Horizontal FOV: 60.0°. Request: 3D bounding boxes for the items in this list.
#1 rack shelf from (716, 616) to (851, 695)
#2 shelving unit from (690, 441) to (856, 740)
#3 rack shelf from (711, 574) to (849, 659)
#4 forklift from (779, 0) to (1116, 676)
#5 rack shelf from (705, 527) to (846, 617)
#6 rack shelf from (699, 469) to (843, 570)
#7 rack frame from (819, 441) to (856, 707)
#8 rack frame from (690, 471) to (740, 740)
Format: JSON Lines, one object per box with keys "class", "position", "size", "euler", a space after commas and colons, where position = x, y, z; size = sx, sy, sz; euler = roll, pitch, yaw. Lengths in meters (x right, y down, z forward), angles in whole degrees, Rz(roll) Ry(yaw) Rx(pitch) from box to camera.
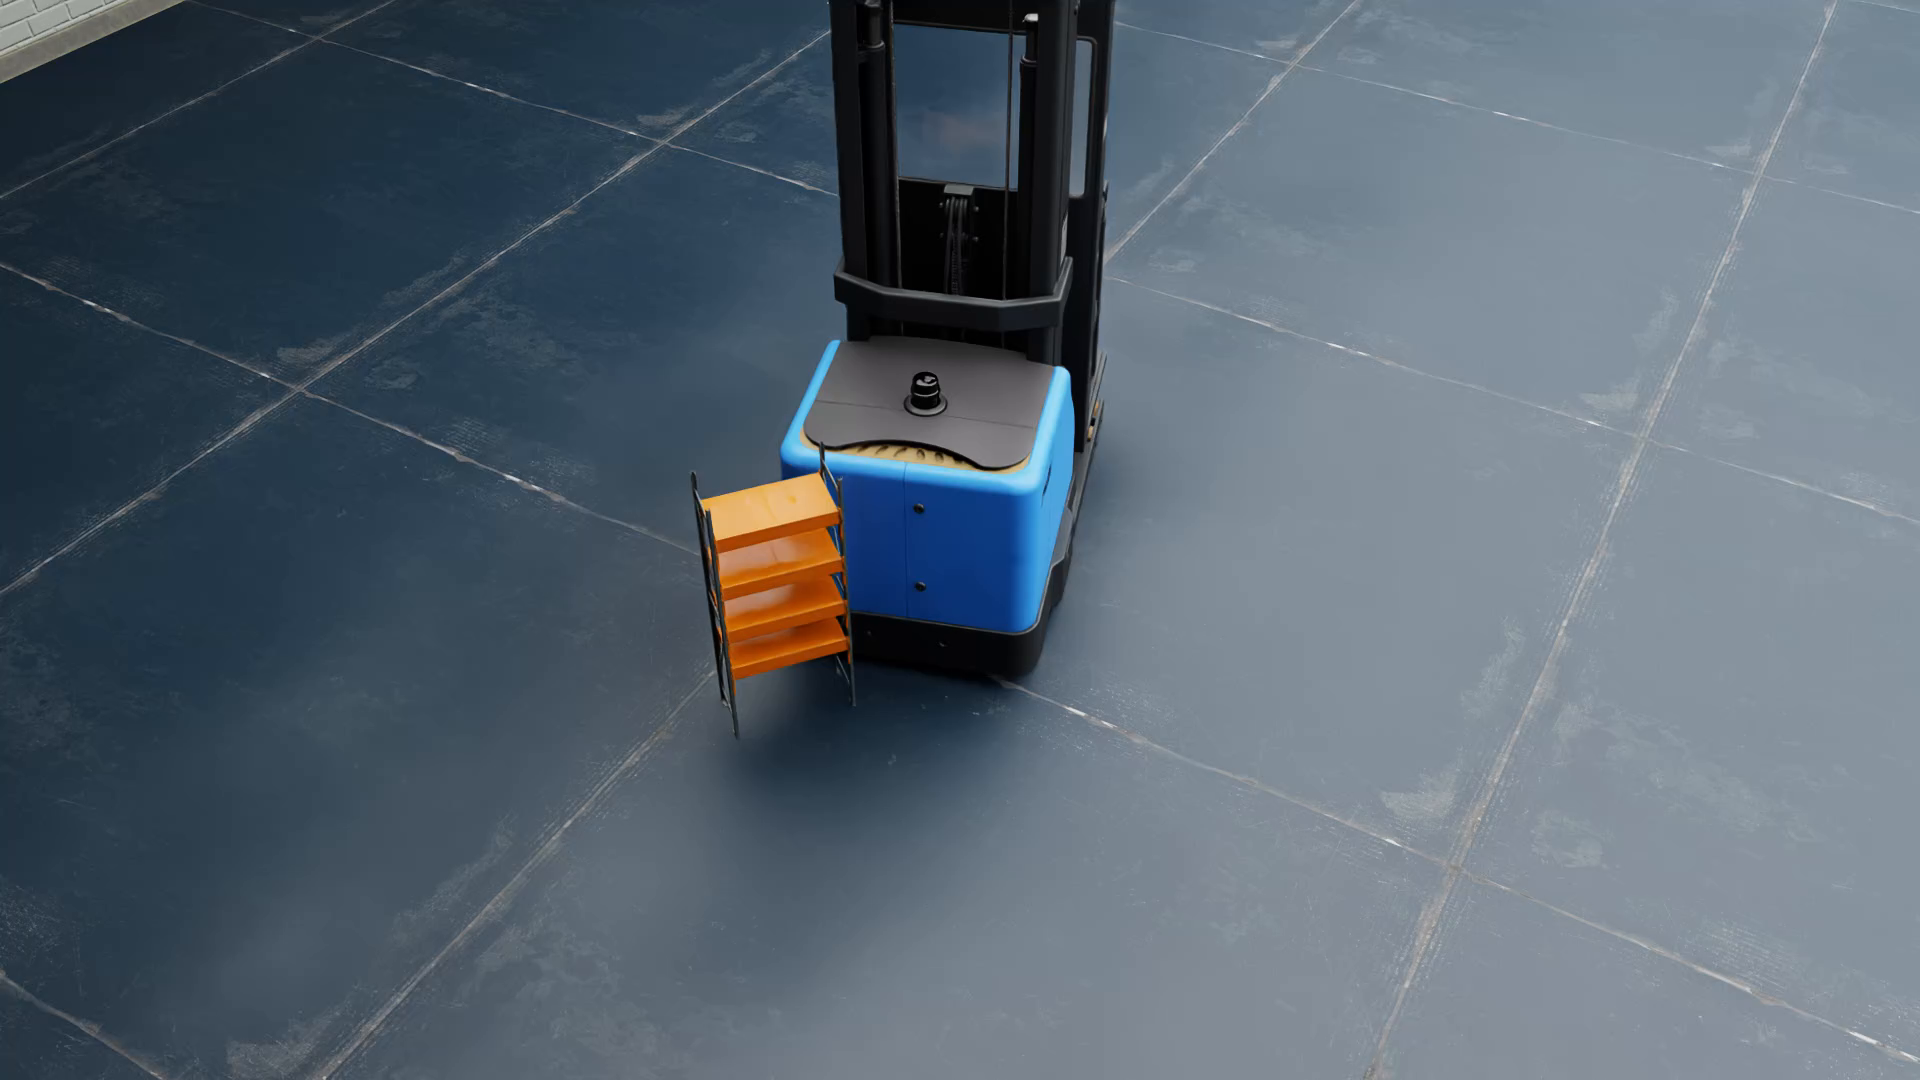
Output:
{"class": "rack shelf", "position": [-0.702, 0.416, 6.588], "size": [0.480, 0.148, 0.258], "euler": [-14, 43, -16]}
{"class": "shelving unit", "position": [-0.702, 0.216, 6.412], "size": [0.503, 1.200, 0.258], "euler": [-14, 43, -16]}
{"class": "rack shelf", "position": [-0.702, 0.266, 6.457], "size": [0.480, 0.148, 0.258], "euler": [-14, 43, -16]}
{"class": "forklift", "position": [0.091, -1.523, 7.078], "size": [1.130, 2.935, 3.031], "euler": [8, 42, 9]}
{"class": "rack shelf", "position": [-0.702, 0.099, 6.309], "size": [0.480, 0.148, 0.258], "euler": [-14, 43, -16]}
{"class": "rack shelf", "position": [-0.702, -0.079, 6.153], "size": [0.480, 0.148, 0.258], "euler": [-14, 43, -16]}
{"class": "rack frame", "position": [-0.474, 0.158, 6.478], "size": [0.015, 1.200, 0.240], "euler": [-14, 43, -16]}
{"class": "rack frame", "position": [-0.930, 0.274, 6.346], "size": [0.015, 1.200, 0.240], "euler": [-14, 43, -16]}
